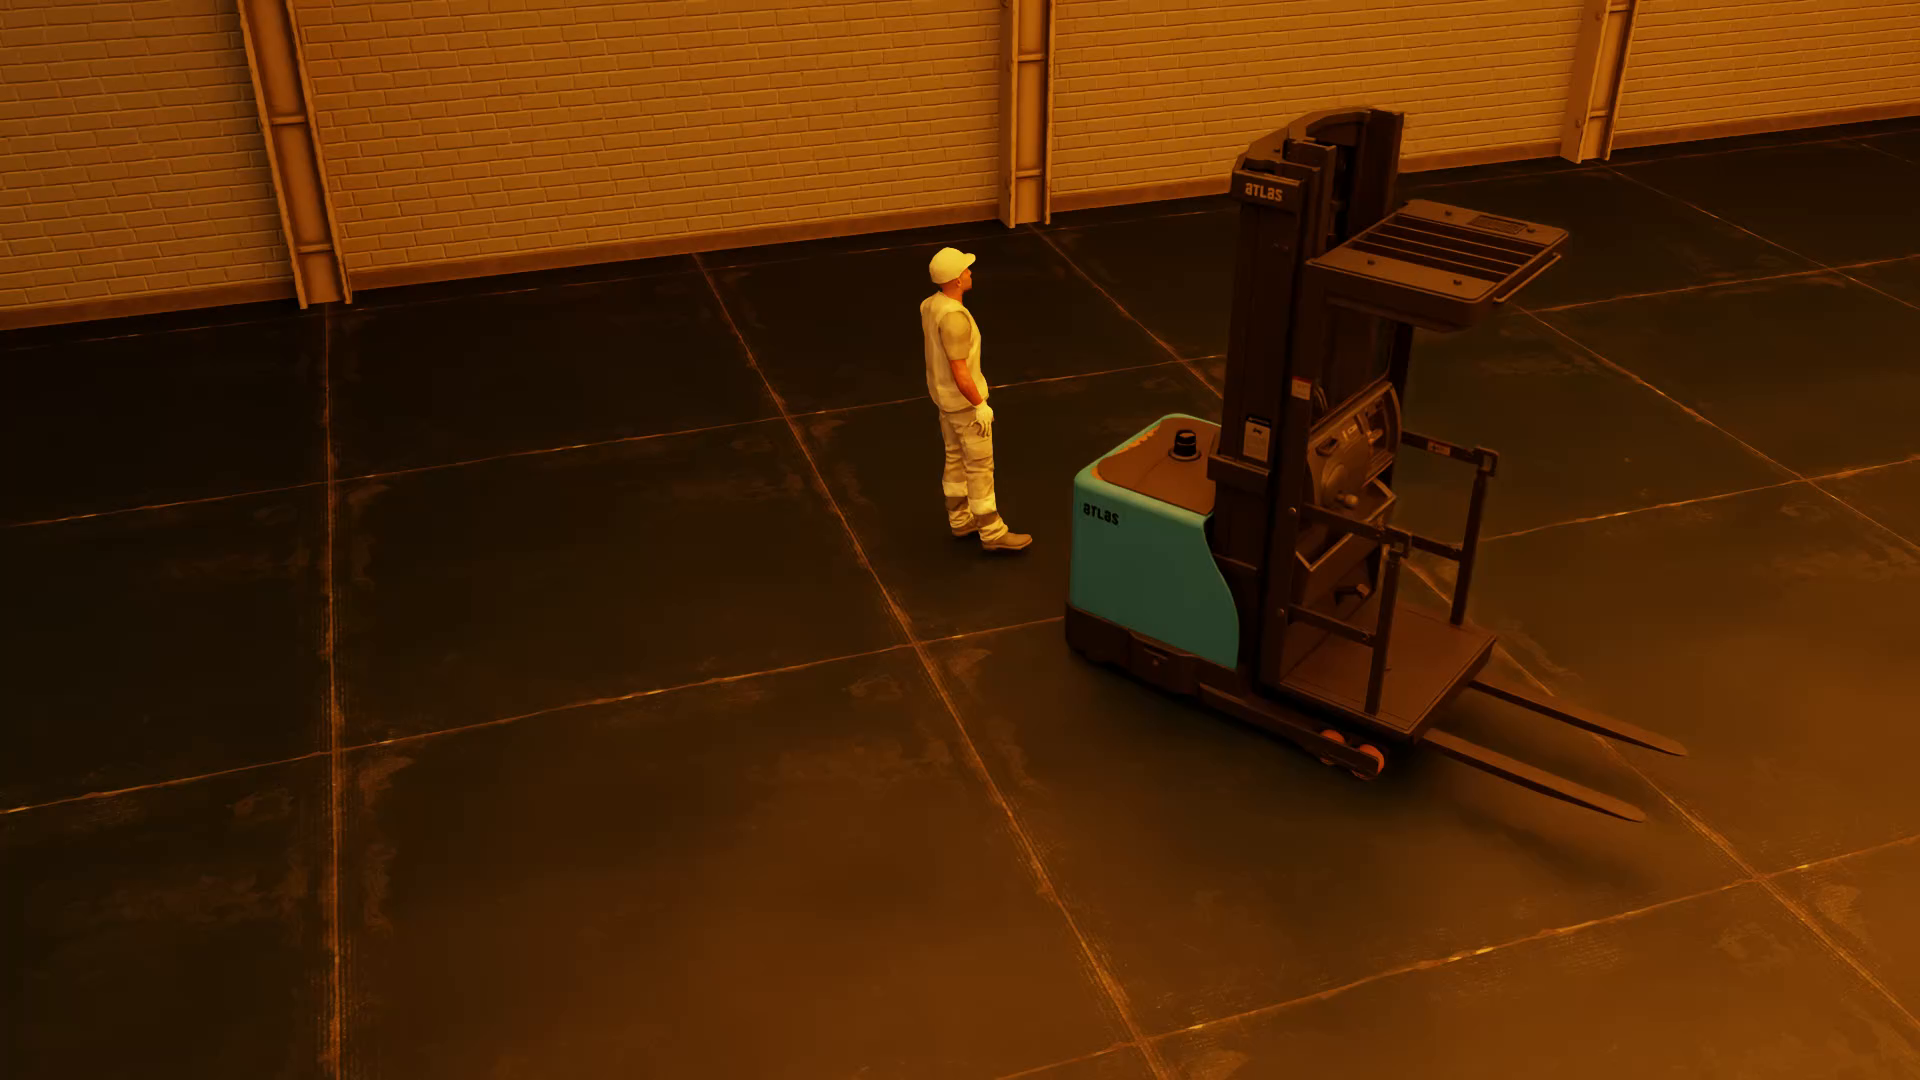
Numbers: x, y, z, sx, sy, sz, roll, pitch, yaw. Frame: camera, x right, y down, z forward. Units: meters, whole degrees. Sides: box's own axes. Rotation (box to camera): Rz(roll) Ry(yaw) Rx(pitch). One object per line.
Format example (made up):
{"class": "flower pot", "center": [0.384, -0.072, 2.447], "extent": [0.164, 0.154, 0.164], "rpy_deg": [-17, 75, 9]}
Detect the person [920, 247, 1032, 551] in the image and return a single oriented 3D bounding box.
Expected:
{"class": "person", "center": [0.079, -0.824, 9.568], "extent": [0.564, 1.787, 0.637], "rpy_deg": [-10, 31, -16]}

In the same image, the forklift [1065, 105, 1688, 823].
{"class": "forklift", "center": [2.042, -0.415, 7.809], "extent": [3.031, 2.935, 1.130], "rpy_deg": [21, 36, 32]}
